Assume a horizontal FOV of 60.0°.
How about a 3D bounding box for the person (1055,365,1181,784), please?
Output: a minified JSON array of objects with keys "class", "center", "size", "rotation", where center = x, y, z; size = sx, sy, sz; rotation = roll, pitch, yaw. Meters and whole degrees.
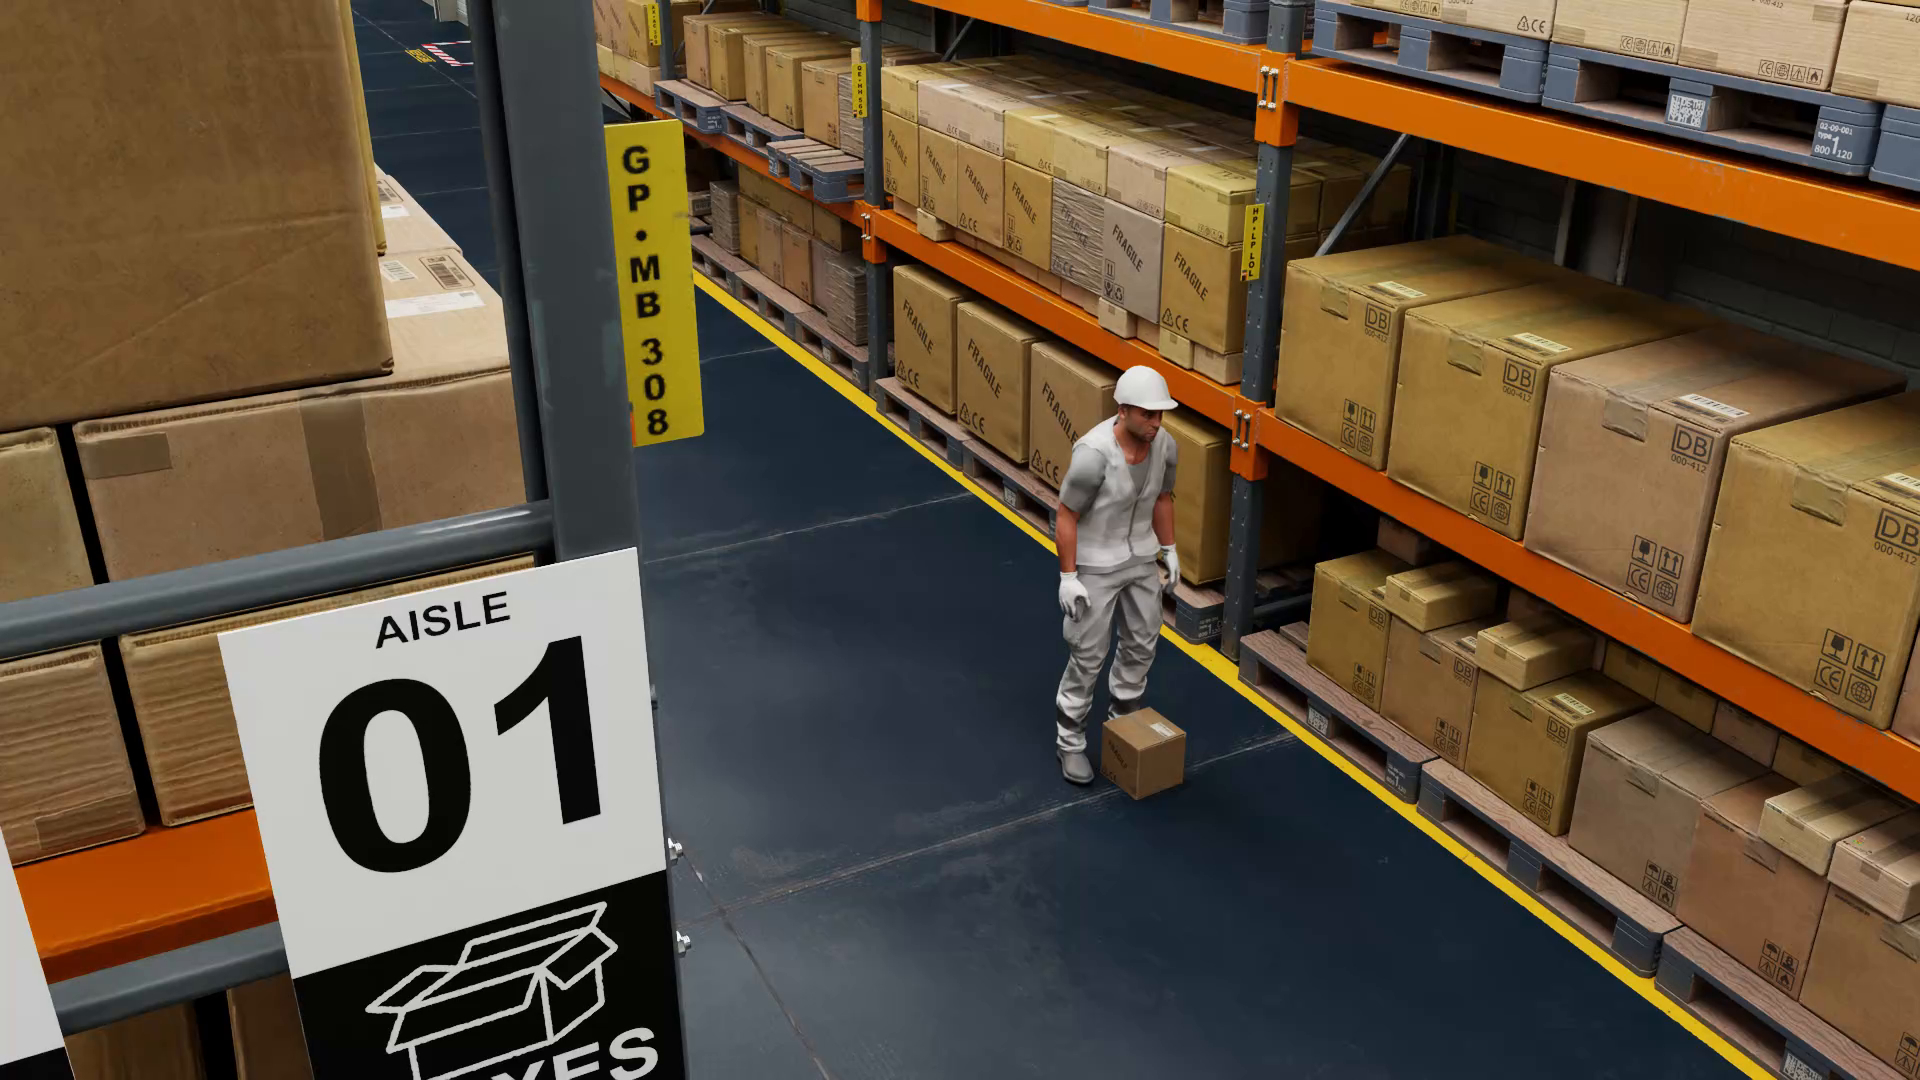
[{"class":"person","center":[0.657,0.122,6.833],"size":[0.618,1.779,0.452],"rotation":[-15,29,-28]}]
